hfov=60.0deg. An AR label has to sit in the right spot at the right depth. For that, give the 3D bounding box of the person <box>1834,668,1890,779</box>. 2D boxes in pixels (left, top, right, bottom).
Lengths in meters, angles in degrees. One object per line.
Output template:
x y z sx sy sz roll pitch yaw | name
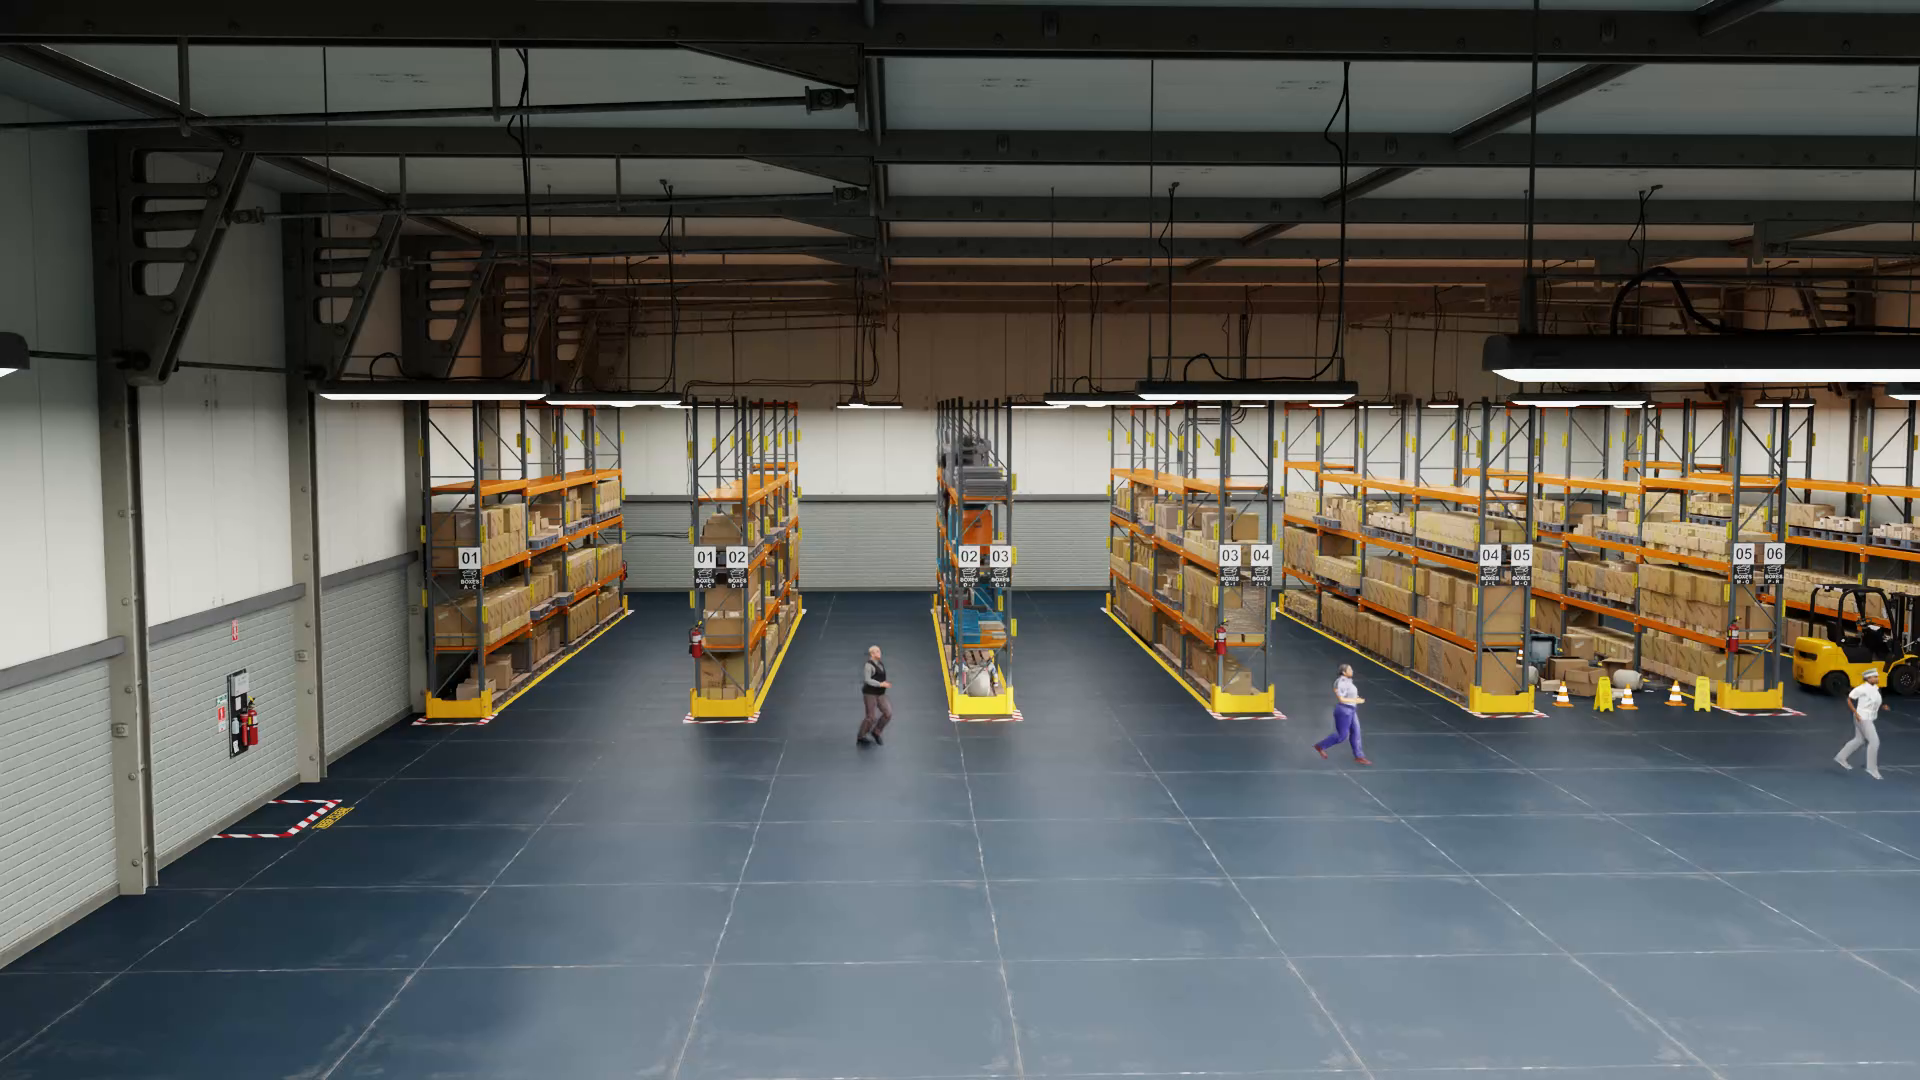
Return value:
14.230 2.853 26.232 0.573 1.748 0.779 -4 6 -43 | person

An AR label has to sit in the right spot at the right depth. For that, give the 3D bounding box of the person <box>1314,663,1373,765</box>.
6.219 2.827 26.927 0.921 1.625 0.588 2 5 24 | person

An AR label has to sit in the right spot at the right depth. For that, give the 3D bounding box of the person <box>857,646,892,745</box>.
-1.434 2.683 28.499 0.703 1.749 0.676 2 5 27 | person
